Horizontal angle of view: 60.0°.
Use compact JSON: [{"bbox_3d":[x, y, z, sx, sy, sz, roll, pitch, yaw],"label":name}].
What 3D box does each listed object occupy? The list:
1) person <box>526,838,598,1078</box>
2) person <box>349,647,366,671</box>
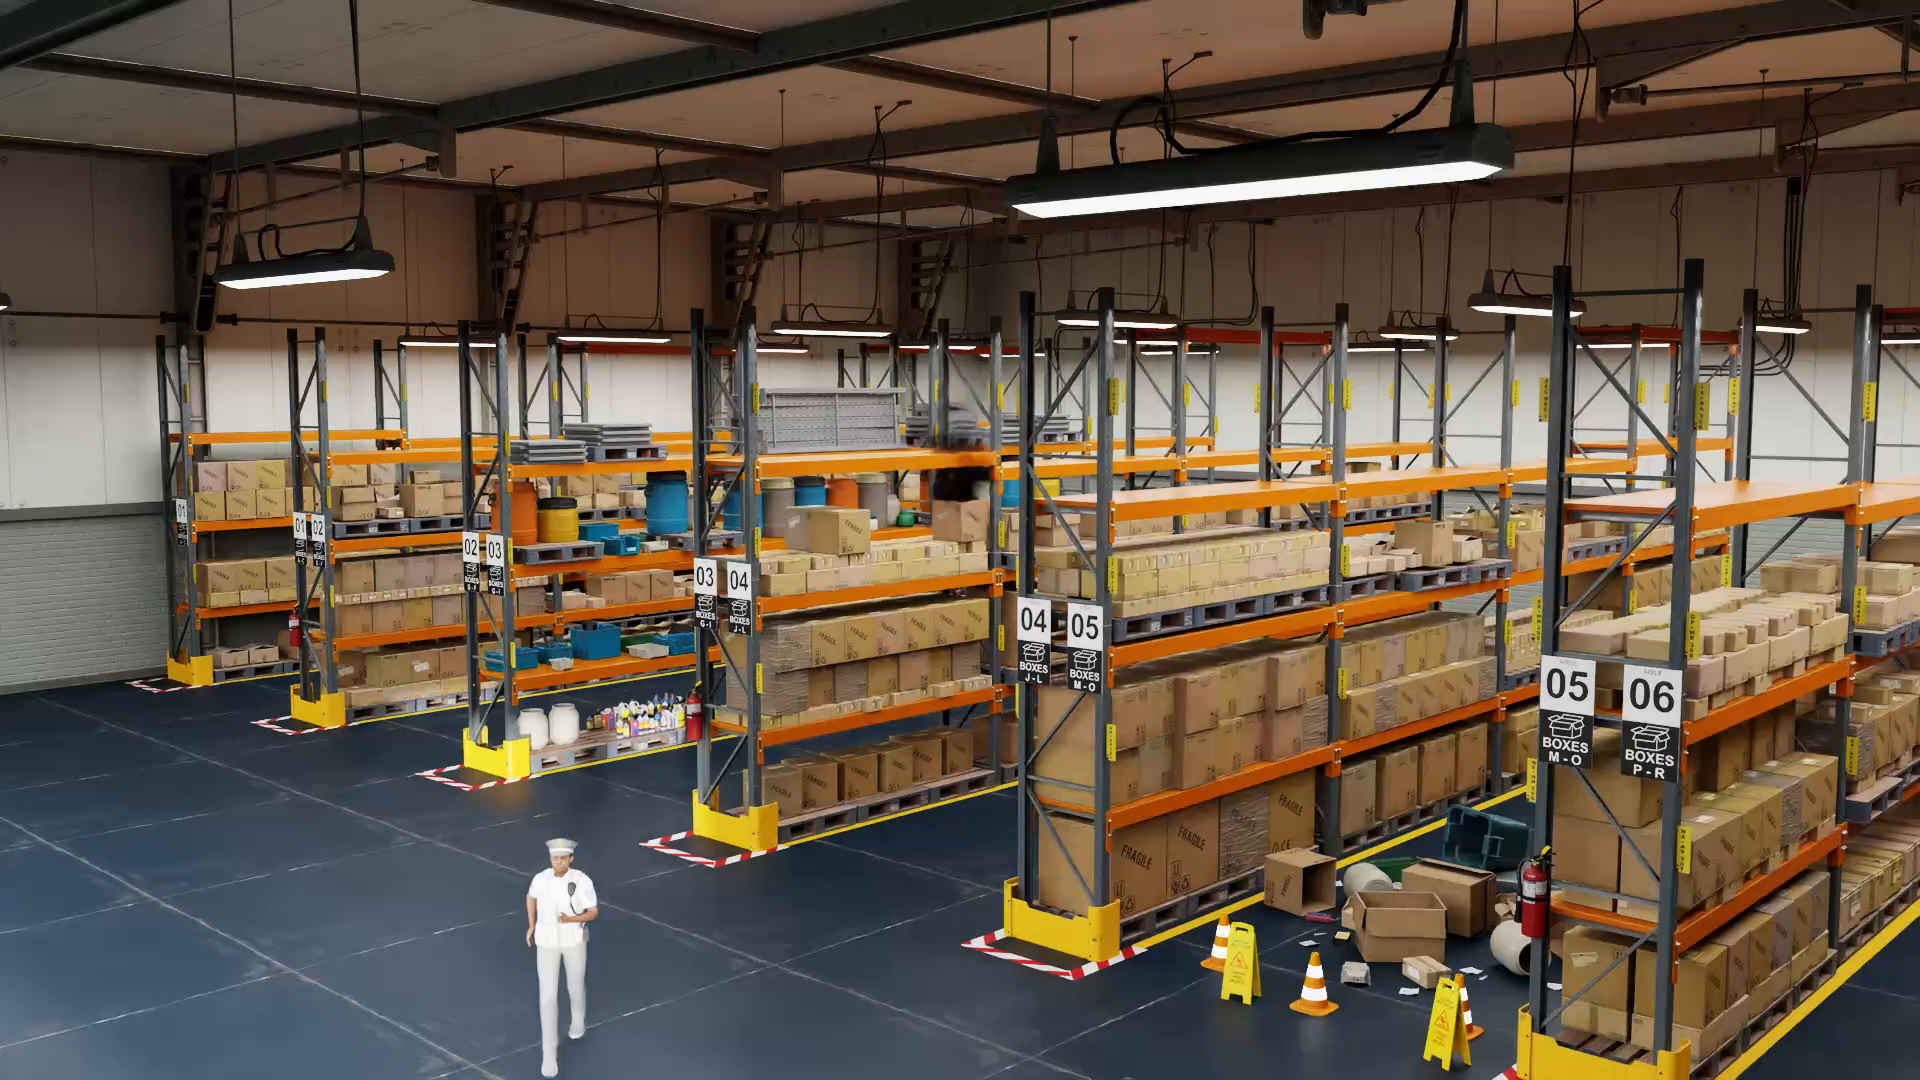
[{"bbox_3d":[-3.050,3.114,12.747,0.563,1.727,0.866,-1,5,-8],"label":"person"},{"bbox_3d":[-10.080,1.748,27.738,0.630,1.612,0.949,4,7,38],"label":"person"}]
